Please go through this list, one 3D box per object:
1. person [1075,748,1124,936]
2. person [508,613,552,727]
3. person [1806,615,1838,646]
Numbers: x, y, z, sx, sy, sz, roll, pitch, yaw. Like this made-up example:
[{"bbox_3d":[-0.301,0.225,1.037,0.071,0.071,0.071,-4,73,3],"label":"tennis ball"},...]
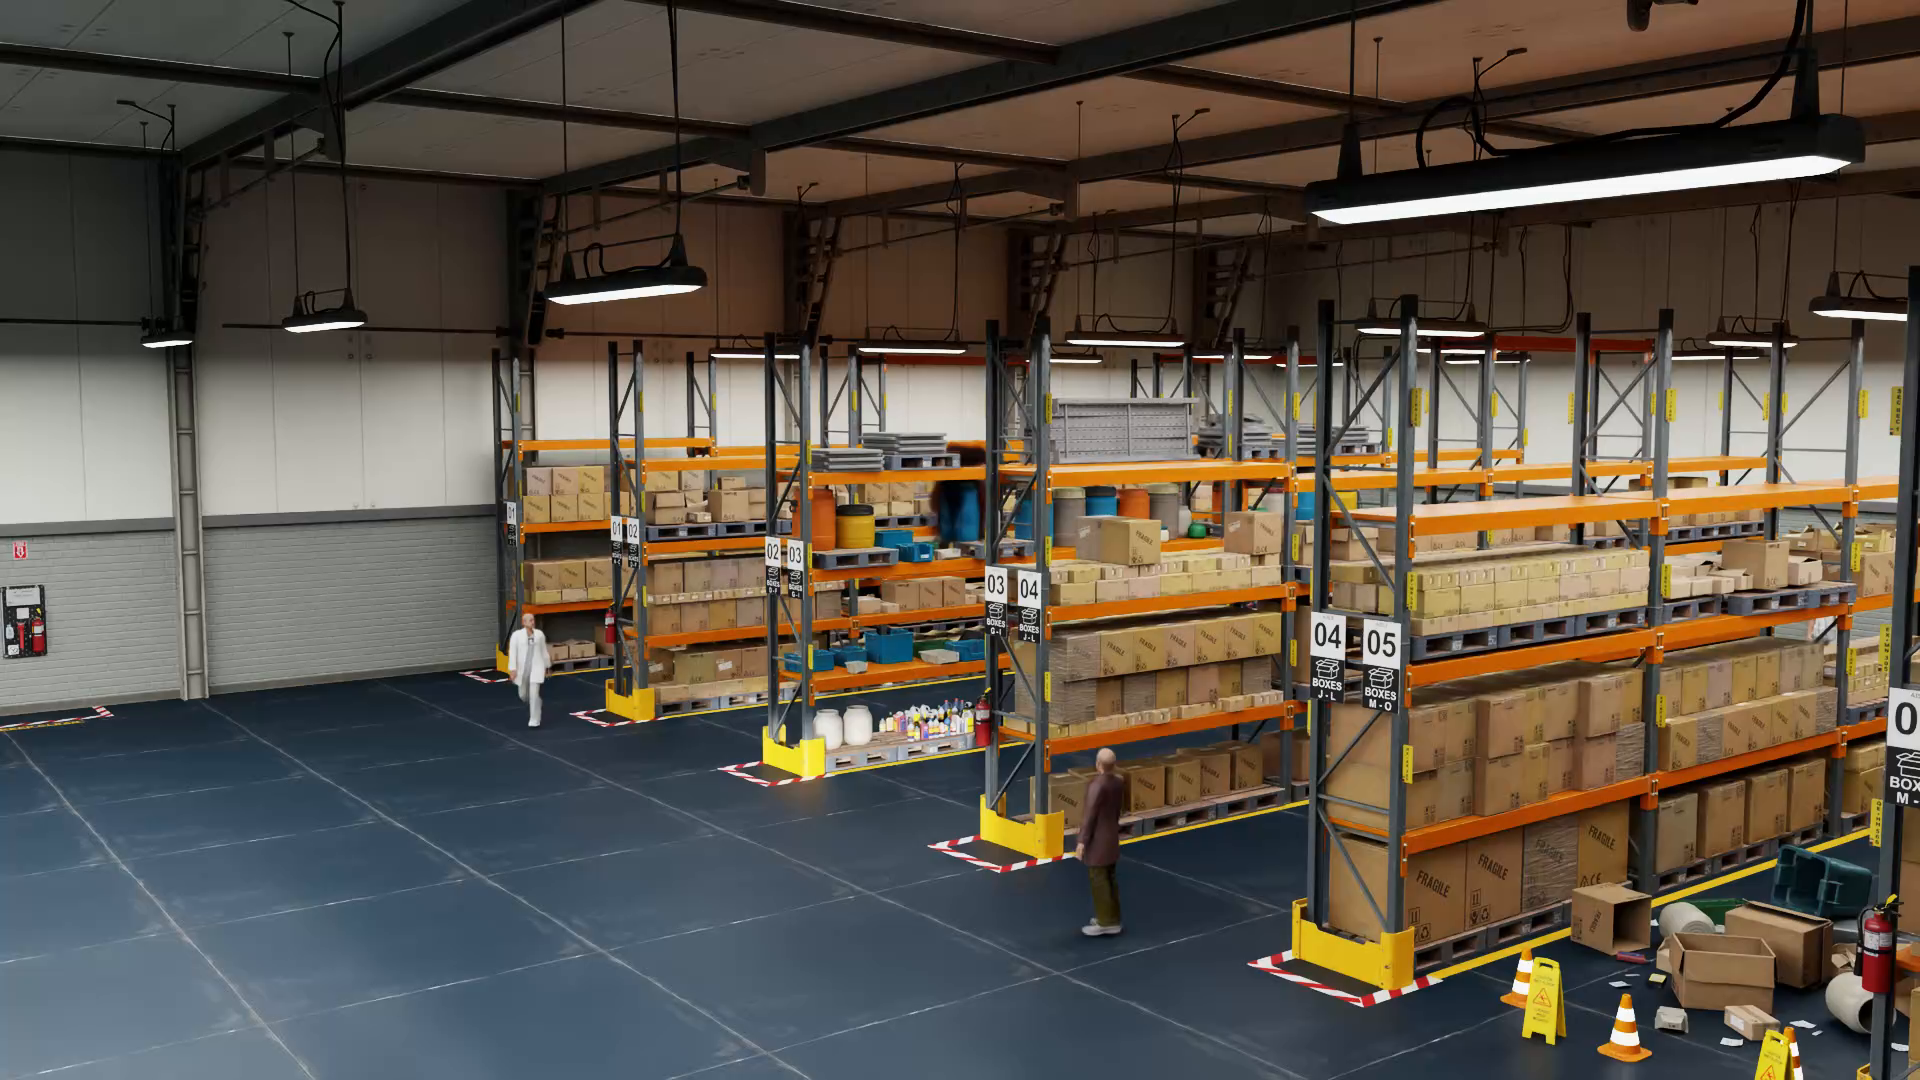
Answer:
[{"bbox_3d":[1.366,2.885,15.963,0.430,1.795,0.649,2,5,19],"label":"person"},{"bbox_3d":[-6.688,2.005,25.980,0.580,1.749,0.817,1,5,6],"label":"person"},{"bbox_3d":[15.268,1.704,29.290,0.651,1.736,0.937,2,5,21],"label":"person"}]
